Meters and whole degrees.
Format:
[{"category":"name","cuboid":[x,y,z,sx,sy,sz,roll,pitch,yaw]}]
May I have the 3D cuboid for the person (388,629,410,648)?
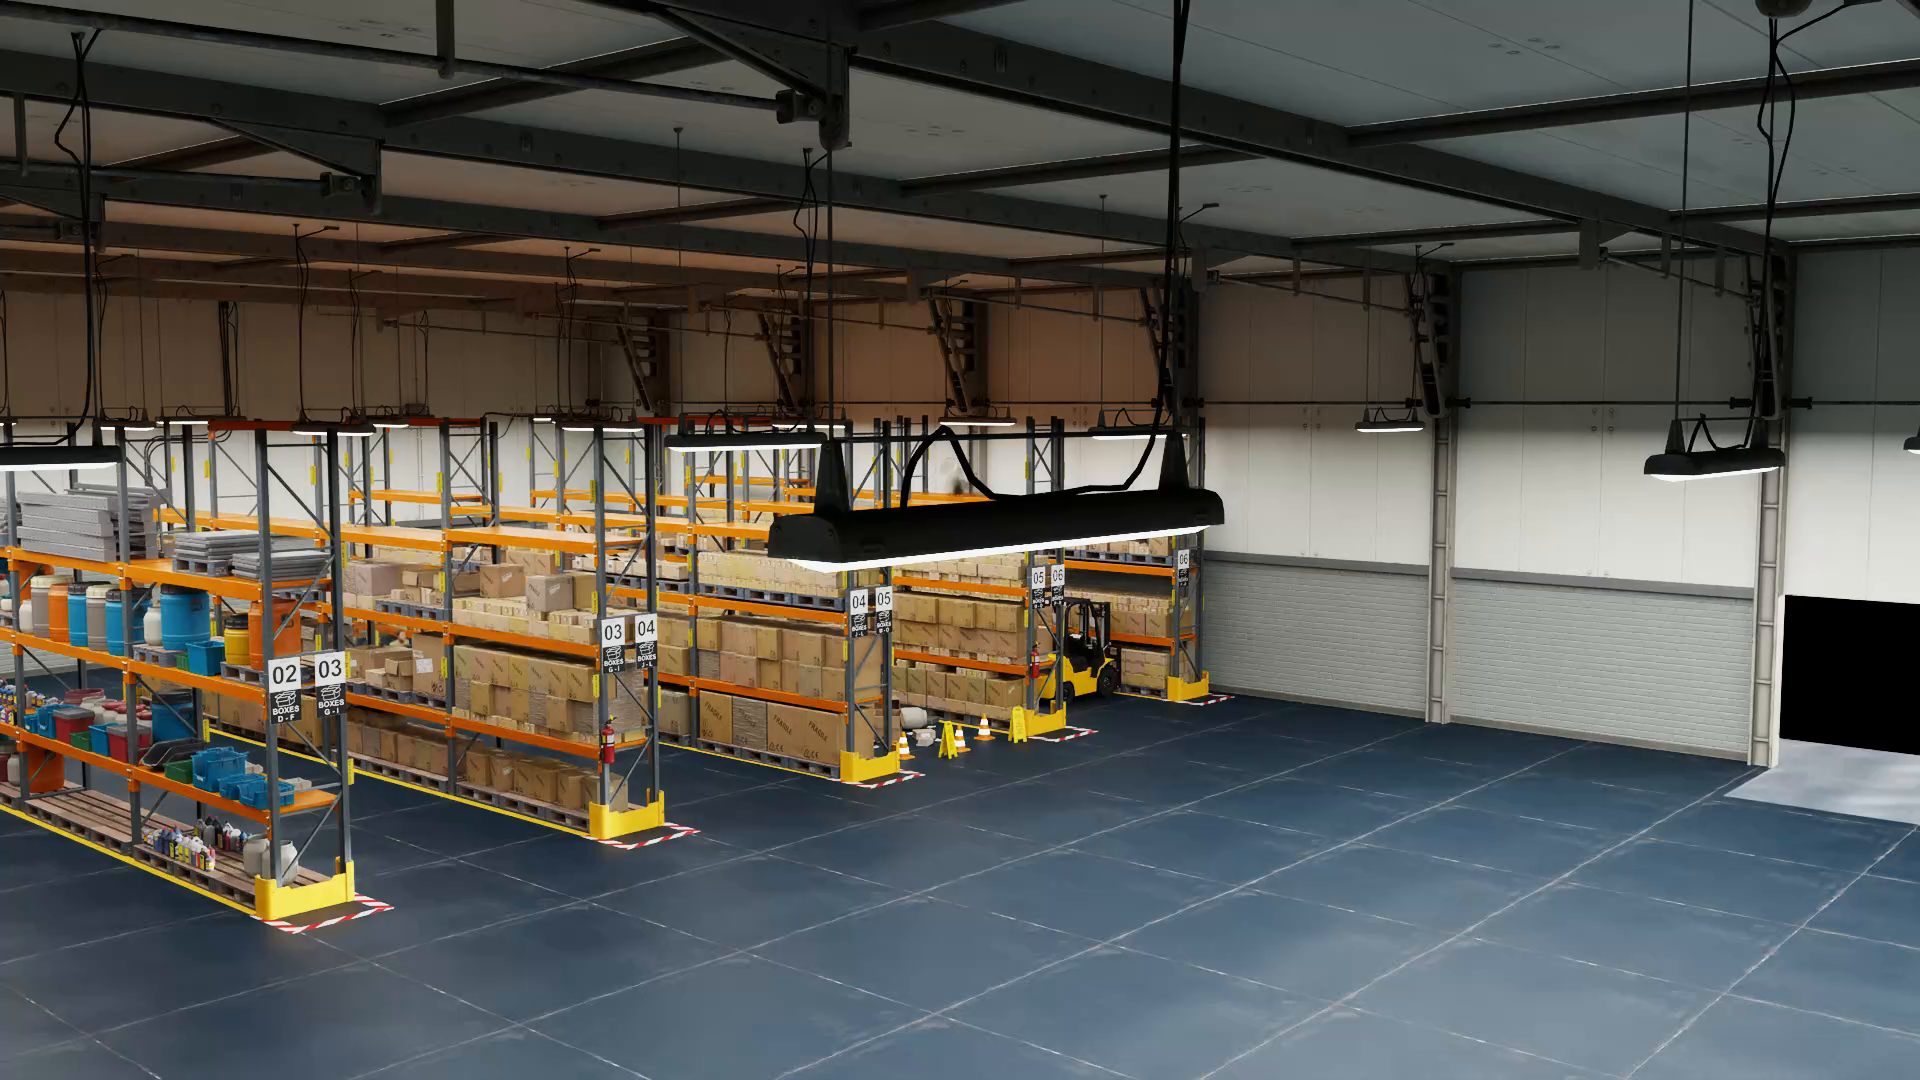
[{"category":"person","cuboid":[-11.796,2.656,34.892,0.569,1.622,0.685,-5,7,-44]}]
